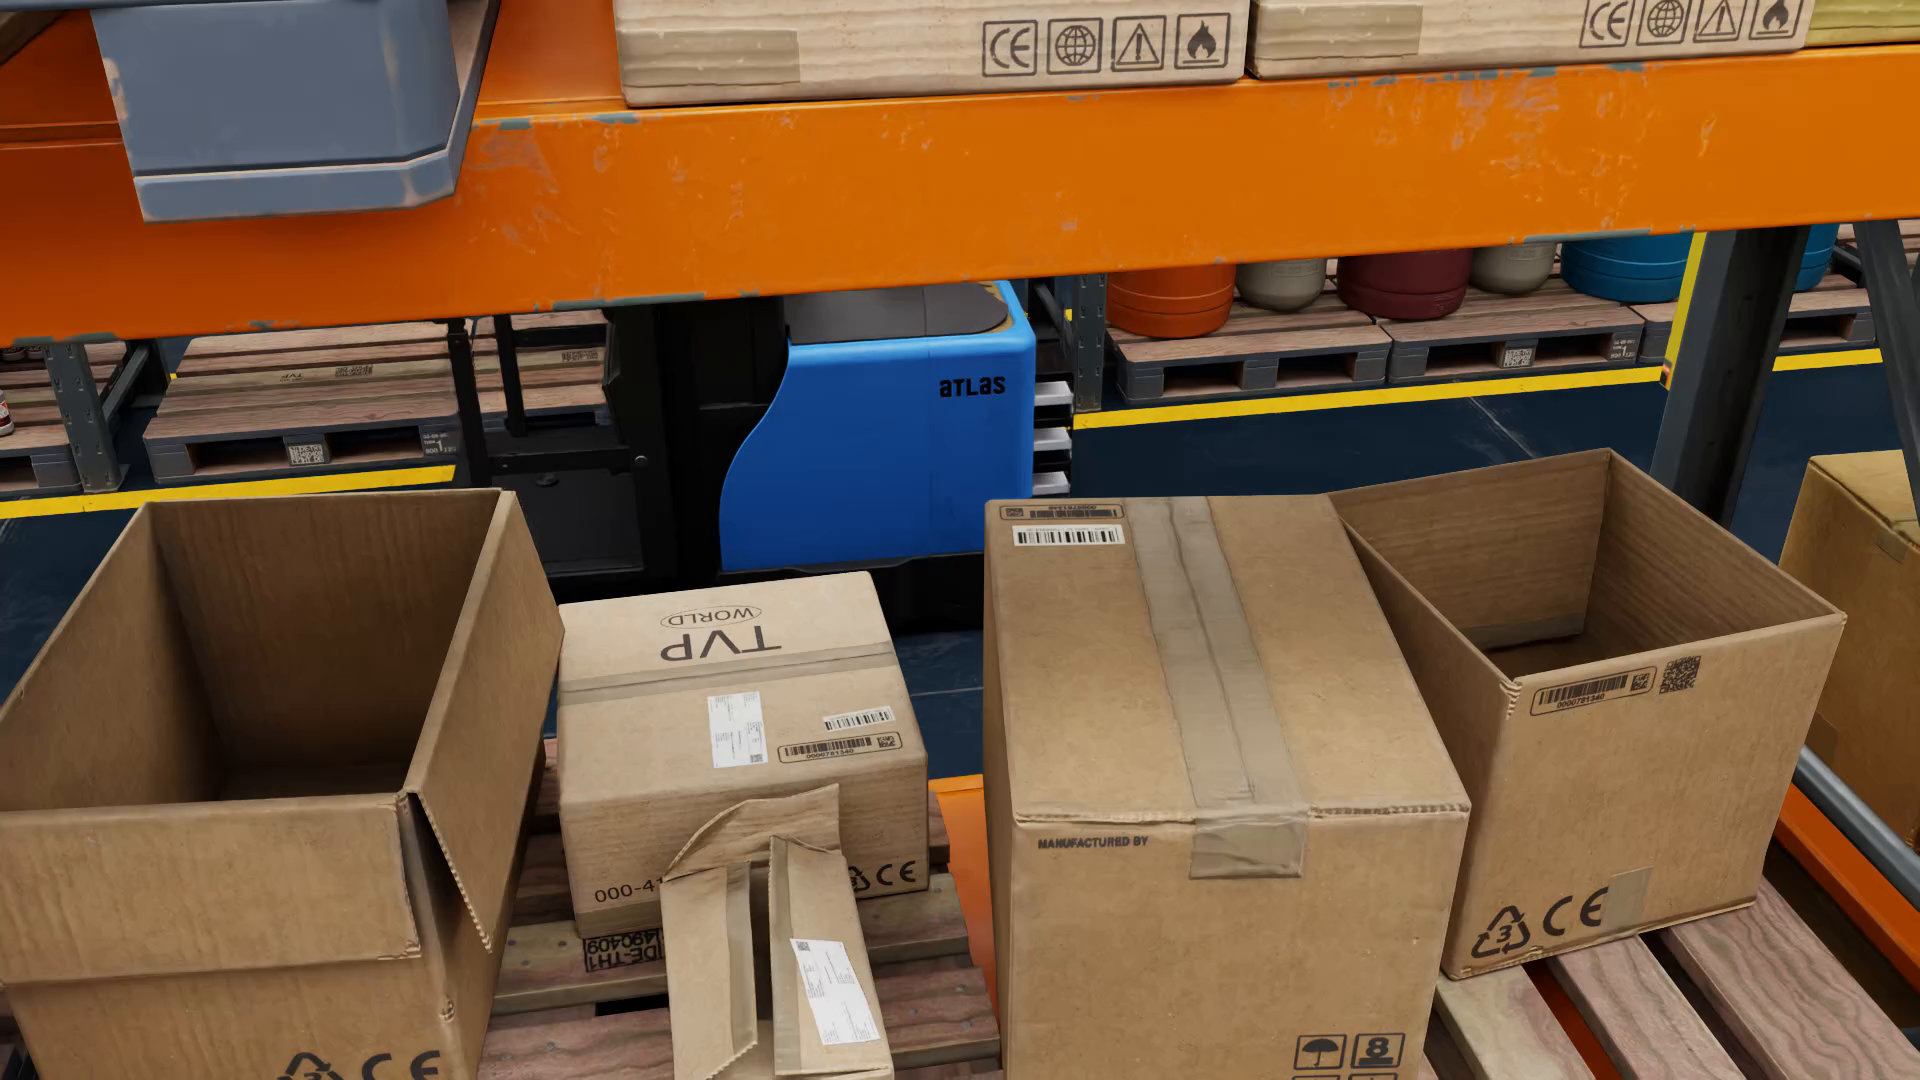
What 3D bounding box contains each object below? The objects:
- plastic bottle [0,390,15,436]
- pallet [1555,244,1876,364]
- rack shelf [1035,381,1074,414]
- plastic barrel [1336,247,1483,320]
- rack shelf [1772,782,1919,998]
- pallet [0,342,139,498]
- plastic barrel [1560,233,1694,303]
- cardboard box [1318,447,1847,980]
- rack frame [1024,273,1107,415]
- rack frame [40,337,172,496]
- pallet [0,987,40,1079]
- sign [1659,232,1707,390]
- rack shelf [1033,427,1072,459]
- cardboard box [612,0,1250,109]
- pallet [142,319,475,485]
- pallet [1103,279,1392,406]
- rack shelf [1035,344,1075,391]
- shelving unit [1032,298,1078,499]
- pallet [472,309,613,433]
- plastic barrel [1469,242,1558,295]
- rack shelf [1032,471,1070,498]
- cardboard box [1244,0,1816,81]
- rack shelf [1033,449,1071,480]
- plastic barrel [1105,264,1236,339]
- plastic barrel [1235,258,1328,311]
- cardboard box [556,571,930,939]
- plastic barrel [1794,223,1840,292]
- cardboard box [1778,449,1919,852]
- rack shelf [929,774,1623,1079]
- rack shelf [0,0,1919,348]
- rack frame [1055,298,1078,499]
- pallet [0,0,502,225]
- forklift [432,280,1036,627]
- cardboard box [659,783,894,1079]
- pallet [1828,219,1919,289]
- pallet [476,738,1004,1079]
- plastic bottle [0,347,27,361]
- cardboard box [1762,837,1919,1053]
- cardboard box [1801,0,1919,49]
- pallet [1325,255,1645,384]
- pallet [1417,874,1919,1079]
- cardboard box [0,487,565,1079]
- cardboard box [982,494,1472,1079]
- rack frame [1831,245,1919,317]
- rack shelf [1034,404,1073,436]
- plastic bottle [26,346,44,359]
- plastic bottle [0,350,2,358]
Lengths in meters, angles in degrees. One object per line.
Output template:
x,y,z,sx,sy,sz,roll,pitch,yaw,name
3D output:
-3.776,-0.518,6.498,0.097,0.201,0.097,0,30,0,plastic bottle
3.627,-1.201,8.085,1.213,0.211,1.003,-5,31,-9,pallet
0.285,-0.537,5.985,0.200,0.077,0.258,-4,31,-7,rack shelf
2.048,-1.386,7.612,0.708,0.588,0.600,-5,31,-9,plastic barrel
3.319,0.509,3.135,4.000,0.370,1.077,-5,31,-9,rack shelf
-4.144,-0.480,6.858,1.213,0.211,1.003,-5,31,-9,pallet
3.159,-1.624,7.708,0.708,0.901,0.600,-5,31,-9,plastic barrel
0.827,0.227,2.392,0.500,0.500,0.500,-9,32,-15,cardboard box
0.459,-2.088,6.841,0.127,3.000,1.000,-5,31,-9,rack frame
-3.475,-1.723,6.220,0.127,3.000,1.000,-5,31,-9,rack frame
-1.805,0.832,2.065,1.213,0.211,1.003,-5,31,-9,pallet
1.248,-0.394,2.818,0.005,0.325,0.100,-5,31,-9,sign
0.285,-0.381,6.077,0.200,0.077,0.258,-4,31,-7,rack shelf
-0.052,-0.585,1.473,0.500,0.250,0.500,-4,31,-8,cardboard box
-2.710,-0.612,7.082,1.213,0.211,1.003,-5,31,-9,pallet
1.227,-0.979,7.706,1.213,0.211,1.003,-5,31,-9,pallet
0.285,-0.614,5.940,0.200,0.077,0.258,-4,31,-7,rack shelf
0.285,-0.410,6.060,0.210,0.900,0.258,-4,31,-7,shelving unit
-1.507,-0.725,7.274,1.213,0.211,1.003,-5,31,-9,pallet
2.587,-1.449,7.795,0.421,0.512,0.421,0,30,0,plastic barrel
0.285,-0.226,6.168,0.200,0.077,0.258,-4,31,-7,rack shelf
0.442,-0.629,1.549,0.500,0.250,0.500,-5,31,-9,cardboard box
0.285,-0.304,6.122,0.200,0.077,0.258,-4,31,-7,rack shelf
0.937,-1.387,7.375,0.708,0.830,0.600,-5,31,-9,plastic barrel
1.477,-1.346,7.619,0.421,0.512,0.421,0,30,0,plastic barrel
-0.339,0.304,2.508,0.500,0.250,0.500,-6,31,-10,cardboard box
3.856,-1.688,7.818,0.708,0.901,0.600,-5,31,-9,plastic barrel
1.792,0.170,2.903,0.500,0.500,0.500,-4,31,-7,cardboard box
-0.616,0.874,2.514,4.000,0.370,1.077,-5,31,-9,rack shelf
-0.616,-0.419,1.753,4.000,0.370,1.077,-5,31,-9,rack shelf
0.385,-0.418,6.073,0.006,0.900,0.240,-4,31,-7,rack frame
-0.937,-0.565,1.477,1.003,0.211,1.213,-5,31,-9,pallet
-1.306,-1.115,5.254,3.031,2.935,1.130,-4,31,-7,forklift
-0.240,0.545,2.081,0.258,0.266,0.396,-6,31,-10,cardboard box
5.110,-1.337,8.316,1.213,0.211,1.003,-5,31,-9,pallet
-0.589,0.665,2.348,1.213,0.211,1.003,-5,31,-9,pallet
-4.068,-0.877,7.109,0.097,0.201,0.097,0,30,0,plastic bottle
2.034,1.064,3.163,0.875,0.875,1.225,-7,31,-11,cardboard box
0.928,-0.681,1.638,0.500,0.250,0.500,-5,31,-9,cardboard box
2.425,-1.088,7.892,1.213,0.211,1.003,-5,31,-9,pallet
0.669,0.582,2.489,1.003,0.211,1.213,-5,31,-9,pallet
-0.895,0.317,2.236,0.637,0.503,0.797,-2,31,-4,cardboard box
0.296,0.328,2.221,0.500,0.500,0.700,-1,30,-2,cardboard box
4.394,-2.453,7.462,0.127,3.000,1.000,-5,31,-9,rack frame
0.285,-0.459,6.031,0.200,0.077,0.258,-4,31,-7,rack shelf
-3.968,-0.886,7.125,0.097,0.201,0.097,0,30,0,plastic bottle
-4.181,-0.885,7.048,0.135,0.276,0.152,-4,31,-7,plastic bottle
